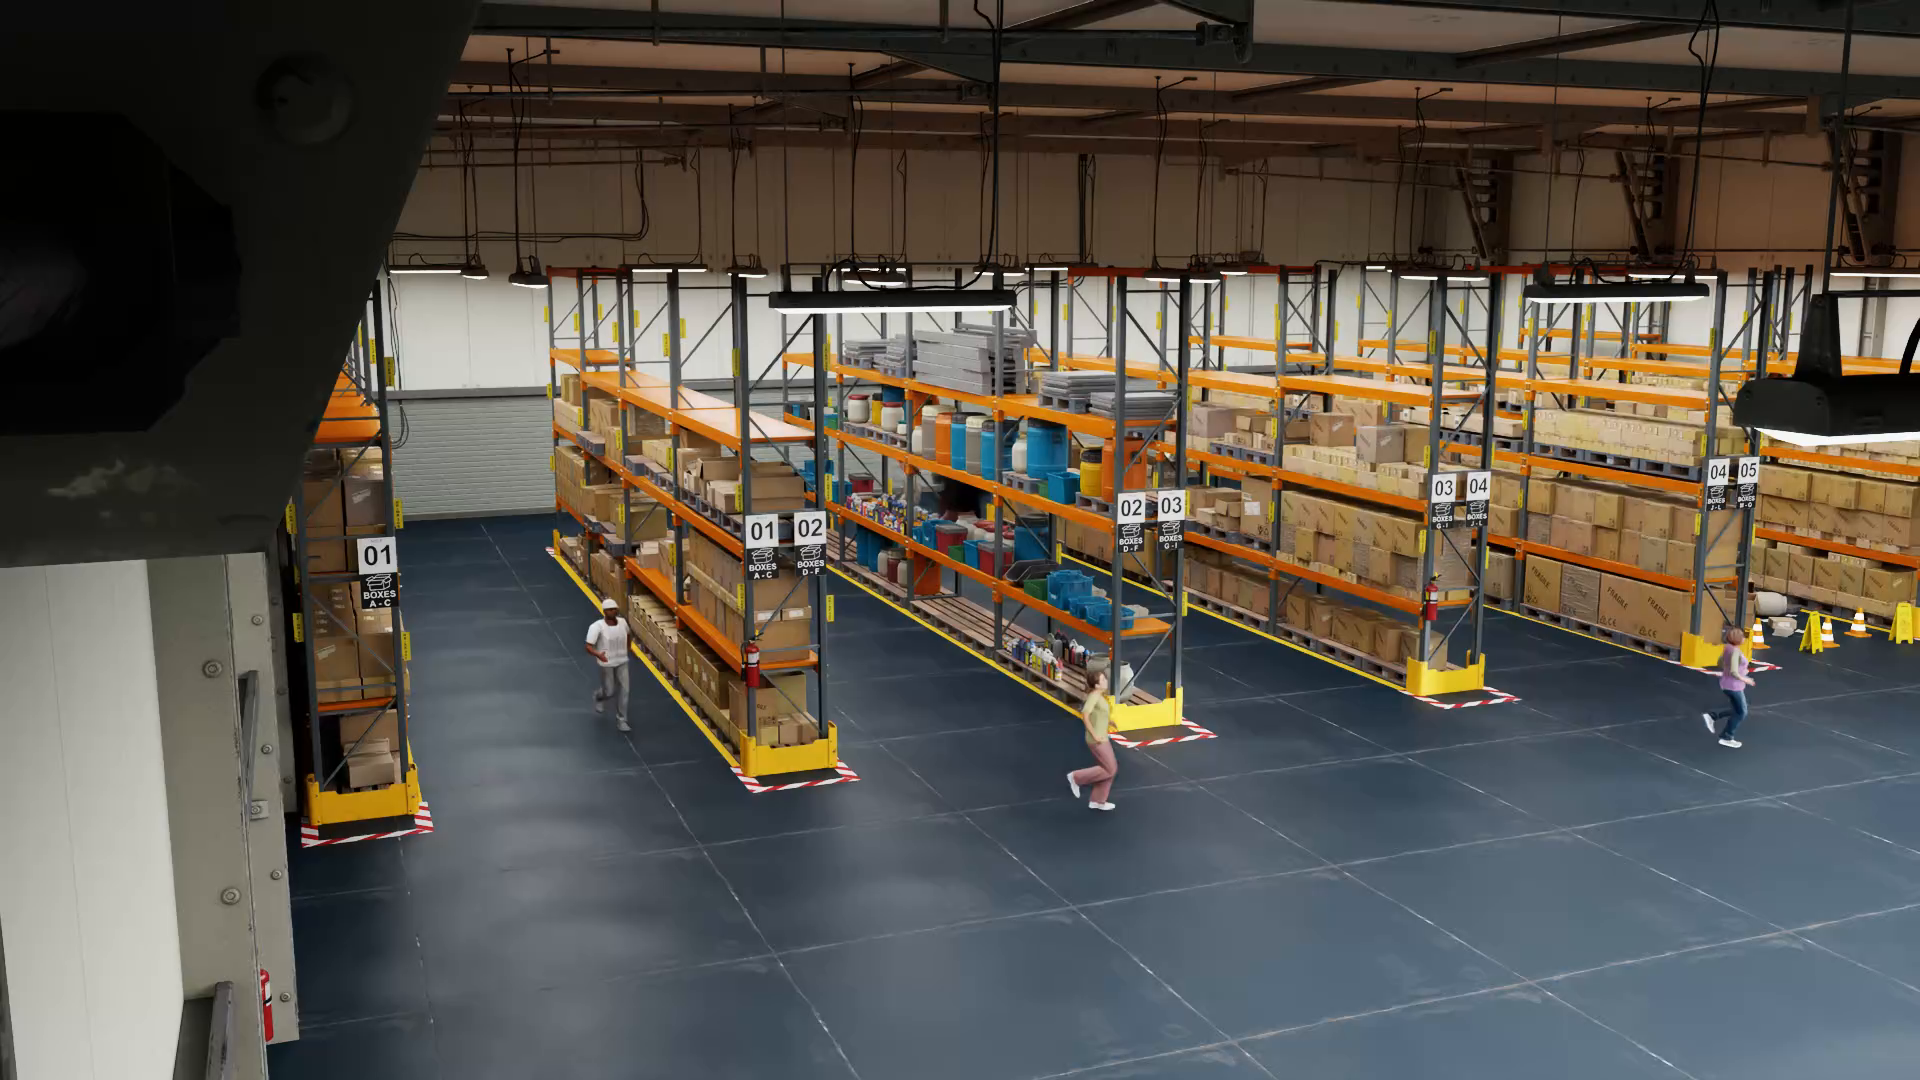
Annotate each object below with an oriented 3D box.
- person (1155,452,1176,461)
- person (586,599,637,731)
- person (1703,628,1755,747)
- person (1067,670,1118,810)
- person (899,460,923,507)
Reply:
[{"bbox_3d":[5.076,-1.702,41.365,0.680,1.740,0.815,9,13,42],"label":"person"},{"bbox_3d":[-4.652,1.637,22.232,0.707,1.745,0.877,-7,12,-36],"label":"person"},{"bbox_3d":[9.894,1.897,21.362,0.549,1.560,0.541,2,10,11],"label":"person"},{"bbox_3d":[1.519,2.281,18.953,0.563,1.626,0.616,2,10,9],"label":"person"},{"bbox_3d":[-1.201,-1.393,39.677,0.811,1.806,0.678,0,10,-3],"label":"person"}]
